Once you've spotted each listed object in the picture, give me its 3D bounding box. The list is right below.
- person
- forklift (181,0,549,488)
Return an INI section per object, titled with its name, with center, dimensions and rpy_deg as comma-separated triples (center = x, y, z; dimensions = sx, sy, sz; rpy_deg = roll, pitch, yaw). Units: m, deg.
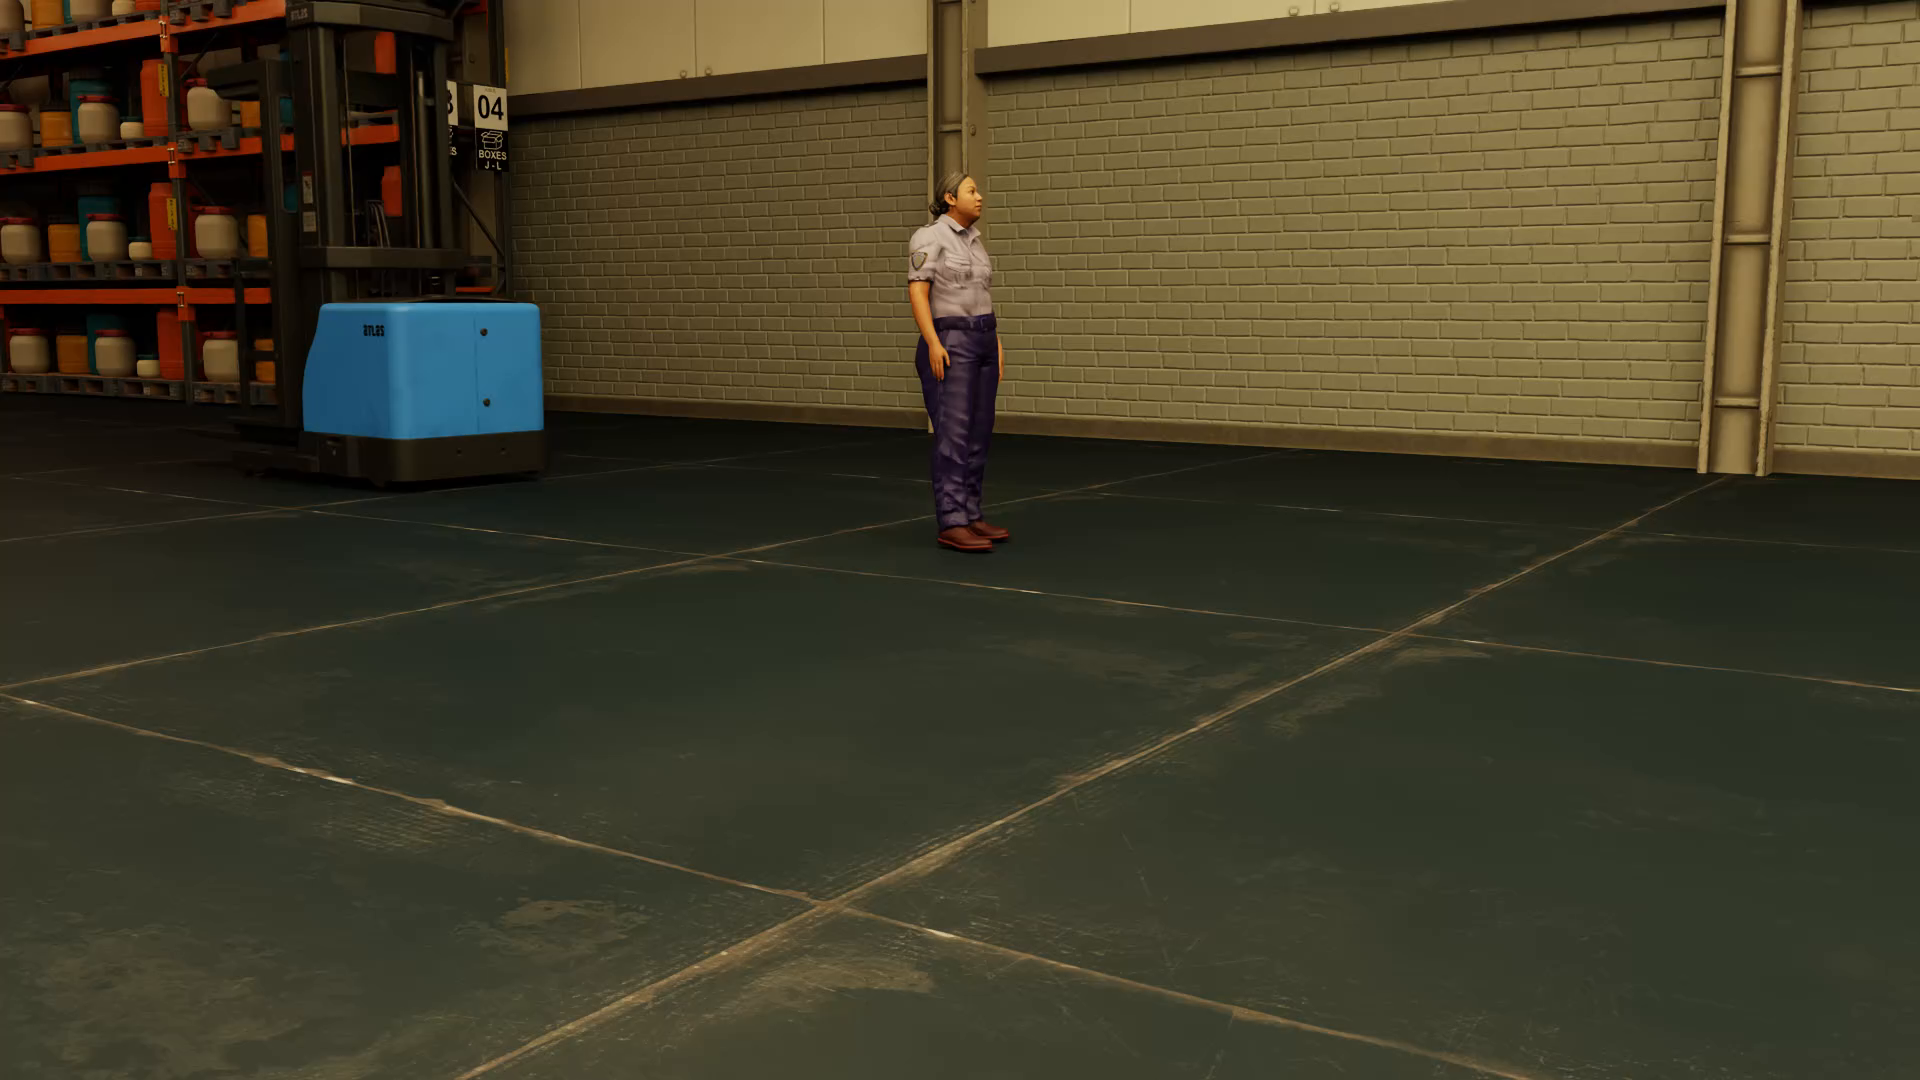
[person]
center = 0.062, -0.813, 7.418
dimensions = 0.501, 1.651, 0.598
rpy_deg = 5, 10, 34
[forklift]
center = -3.966, -1.894, 10.513
dimensions = 3.031, 2.935, 1.130
rpy_deg = 7, 10, 39
